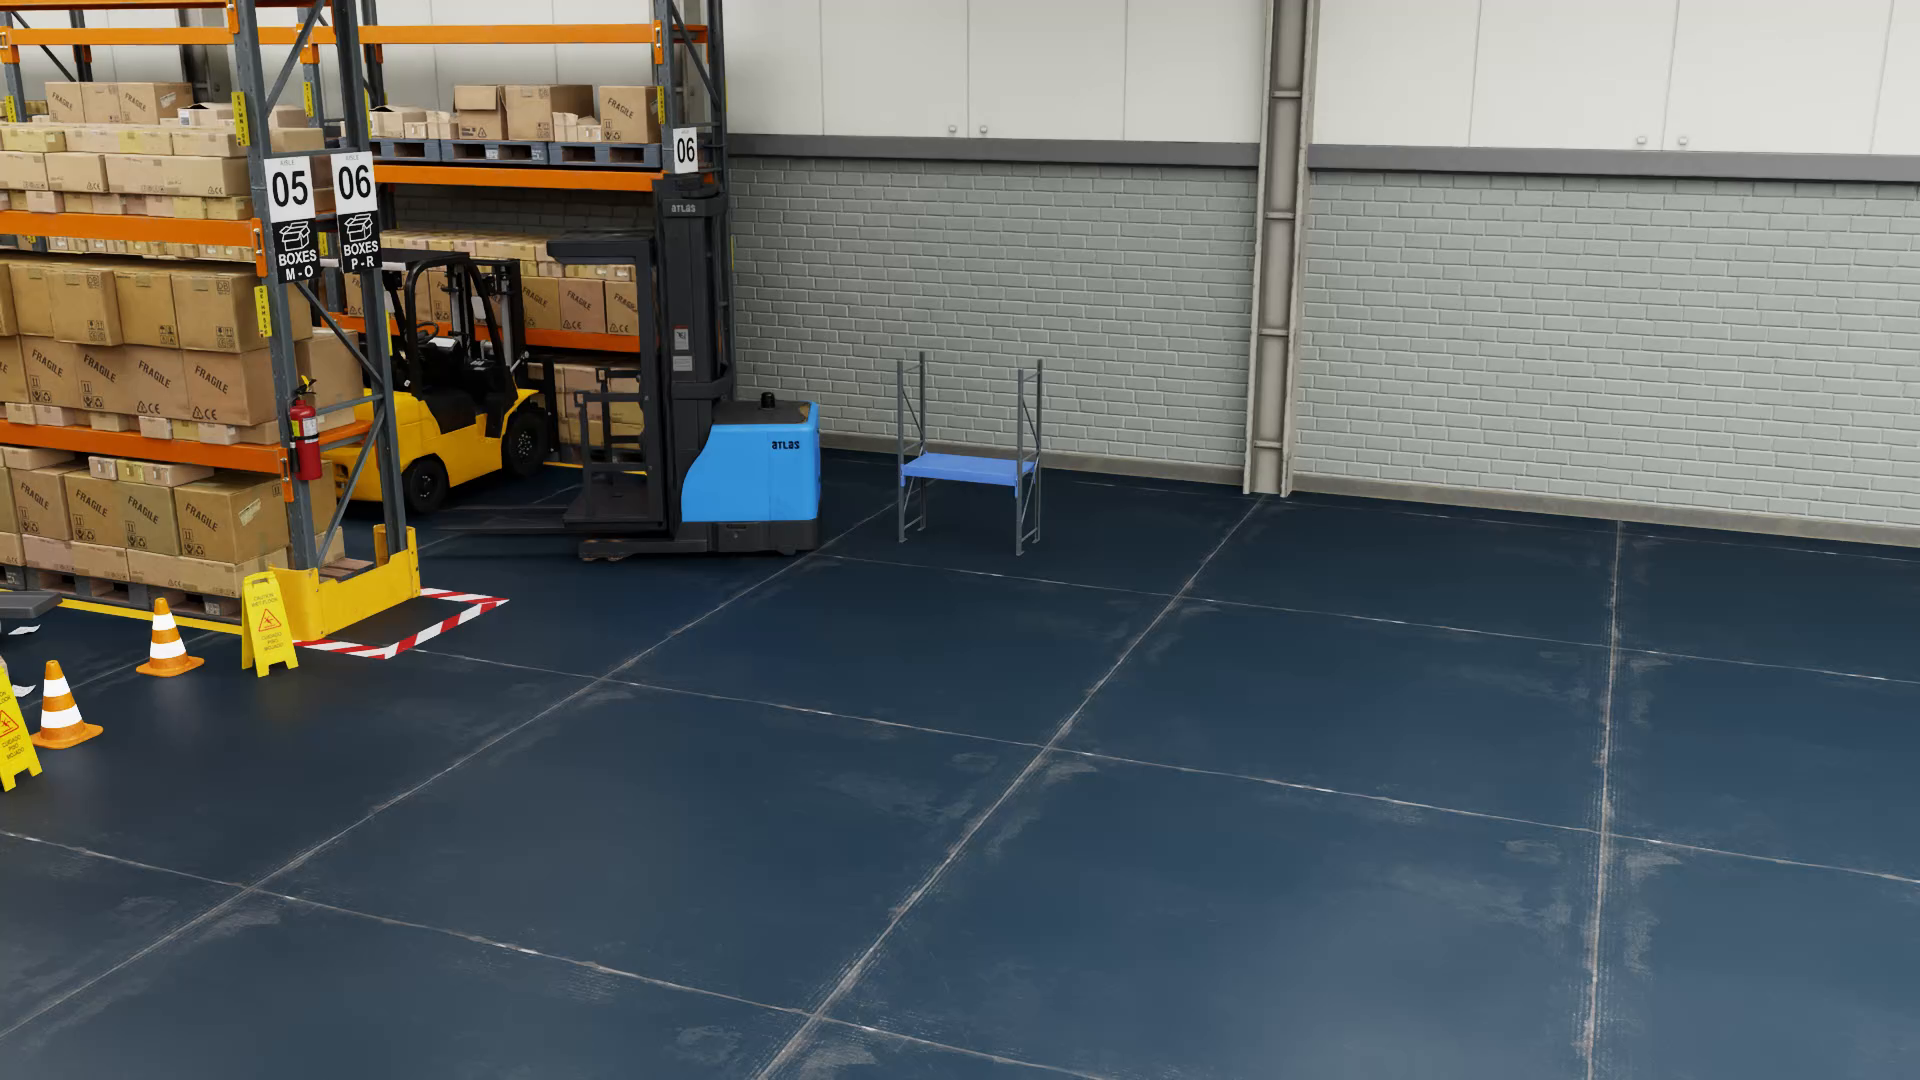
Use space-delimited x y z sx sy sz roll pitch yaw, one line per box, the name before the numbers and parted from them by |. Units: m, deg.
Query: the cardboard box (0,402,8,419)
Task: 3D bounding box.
cardboard box | -6.826 -0.994 12.169 0.250 0.149 0.380 6 17 20

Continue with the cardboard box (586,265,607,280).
cardboard box | -3.345 -2.577 15.828 0.250 0.149 0.380 7 17 22

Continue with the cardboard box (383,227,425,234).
cardboard box | -5.765 -3.151 17.272 0.250 0.149 0.380 6 17 21

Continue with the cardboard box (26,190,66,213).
cardboard box | -6.149 -2.336 11.409 0.250 0.149 0.380 6 17 20

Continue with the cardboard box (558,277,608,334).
cardboard box | -3.485 -2.280 15.967 0.500 0.500 0.500 7 18 22

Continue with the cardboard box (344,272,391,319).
cardboard box | -5.856 -2.538 16.857 0.500 0.500 0.500 6 17 19

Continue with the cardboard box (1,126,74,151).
cardboard box | -6.341 -2.764 11.454 0.250 0.149 0.380 7 17 22

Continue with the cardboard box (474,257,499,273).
cardboard box | -4.542 -2.699 16.246 0.250 0.149 0.380 6 17 19

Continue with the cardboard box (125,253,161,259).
cardboard box | -8.625 -2.962 17.869 0.500 0.250 0.500 6 17 19

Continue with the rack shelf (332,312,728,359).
rack shelf | -4.312 -2.053 16.656 4.000 0.370 1.077 6 17 21

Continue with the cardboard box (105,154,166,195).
cardboard box | -5.307 -2.455 11.107 0.500 0.250 0.500 6 17 20

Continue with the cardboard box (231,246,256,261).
cardboard box | -7.320 -2.993 17.260 0.250 0.149 0.380 6 17 19

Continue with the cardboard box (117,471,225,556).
cardboard box | -5.597 -0.214 11.866 0.500 0.500 0.500 7 18 23

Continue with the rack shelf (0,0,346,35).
rack shelf | -6.130 -3.645 11.384 4.000 0.370 1.077 6 17 21

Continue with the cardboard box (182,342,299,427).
cardboard box | -4.876 -1.081 11.305 0.500 0.500 0.500 6 17 20

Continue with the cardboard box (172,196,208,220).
cardboard box | -4.948 -2.207 10.966 0.250 0.149 0.380 6 17 21

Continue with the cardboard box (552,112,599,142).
cardboard box | -3.570 -3.852 15.489 0.258 0.266 0.396 6 17 21

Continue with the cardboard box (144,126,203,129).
cardboard box | -5.447 -2.807 11.603 0.250 0.149 0.380 6 17 20

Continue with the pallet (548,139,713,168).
pallet | -3.100 -3.671 15.717 1.213 0.211 1.003 6 17 21

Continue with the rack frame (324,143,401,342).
rack frame | -6.173 -2.603 17.261 0.127 3.000 1.000 6 17 21

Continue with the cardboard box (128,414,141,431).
cardboard box | -5.640 -0.879 11.770 0.250 0.149 0.380 7 17 21

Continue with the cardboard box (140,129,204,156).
cardboard box | -5.162 -2.625 10.975 0.250 0.149 0.380 6 17 20

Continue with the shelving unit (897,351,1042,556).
shelving unit | 0.079 -0.712 13.434 1.048 1.500 0.538 6 17 21

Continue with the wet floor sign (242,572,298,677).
wet floor sign | -4.485 0.521 10.721 0.232 0.644 0.267 14 21 40

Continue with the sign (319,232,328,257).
sign | -6.363 -2.980 16.622 0.005 0.325 0.100 6 17 21

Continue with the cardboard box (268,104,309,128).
cardboard box | -6.935 -4.261 16.820 0.500 0.311 0.500 6 17 19

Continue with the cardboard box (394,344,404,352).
cardboard box | -5.838 -1.834 16.995 0.500 0.250 0.500 6 17 20

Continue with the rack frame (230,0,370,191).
rack frame | -4.270 -3.787 10.579 0.127 3.000 1.000 6 17 21

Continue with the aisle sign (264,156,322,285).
aisle sign | -4.318 -2.073 10.772 0.004 0.787 0.394 6 17 21

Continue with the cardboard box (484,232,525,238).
cardboard box | -4.585 -3.012 16.792 0.250 0.149 0.380 6 17 20

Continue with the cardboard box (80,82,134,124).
cardboard box | -8.803 -4.588 17.604 0.500 0.500 0.700 6 17 20

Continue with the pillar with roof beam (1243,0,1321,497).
pillar with roof beam | 1.233 -3.650 10.105 0.400 9.000 9.100 6 17 21

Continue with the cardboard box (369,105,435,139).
cardboard box | -5.488 -4.102 16.271 0.500 0.311 0.500 7 17 22

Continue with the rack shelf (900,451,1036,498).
rack shelf | 0.079 -0.539 13.485 1.000 0.185 0.538 6 17 21

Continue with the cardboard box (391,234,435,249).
cardboard box | -5.468 -2.969 16.644 0.250 0.149 0.380 6 17 20

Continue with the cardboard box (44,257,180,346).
cardboard box | -5.805 -1.652 11.478 0.500 0.500 0.700 6 17 20

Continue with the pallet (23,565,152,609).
pallet | -6.214 0.208 12.580 1.213 0.211 1.003 6 17 21

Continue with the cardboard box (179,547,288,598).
cardboard box | -5.143 0.197 11.793 0.500 0.250 0.500 6 17 20

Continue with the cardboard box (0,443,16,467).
cardboard box | -6.968 -0.658 12.228 0.250 0.149 0.380 7 18 23

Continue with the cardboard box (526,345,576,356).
cardboard box | -4.231 -1.812 16.920 0.500 0.250 0.500 6 17 20

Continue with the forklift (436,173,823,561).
forklift | -2.655 -1.390 13.205 3.031 2.935 1.130 -1 16 -2

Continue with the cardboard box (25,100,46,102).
cardboard box | -10.360 -4.858 18.668 0.250 0.149 0.380 6 17 21

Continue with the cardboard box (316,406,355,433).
cardboard box | -4.510 -0.874 11.755 0.250 0.149 0.380 6 17 21

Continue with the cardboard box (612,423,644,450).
cardboard box | -3.005 -1.041 16.059 0.500 0.250 0.500 6 17 21

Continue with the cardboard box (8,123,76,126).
cardboard box | -6.641 -2.940 12.061 0.250 0.149 0.380 6 17 20

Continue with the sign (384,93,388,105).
sign | -5.971 -4.474 17.256 0.005 0.325 0.100 6 17 21

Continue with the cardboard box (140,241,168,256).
cardboard box | -8.501 -3.134 17.745 0.250 0.149 0.380 7 17 22

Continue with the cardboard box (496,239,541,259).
cardboard box | -4.291 -2.834 16.178 0.250 0.149 0.380 7 17 21

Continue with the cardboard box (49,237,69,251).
cardboard box | -9.705 -3.263 18.190 0.250 0.149 0.380 7 18 22

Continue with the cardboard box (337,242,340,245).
cardboard box | -6.421 -3.054 17.472 0.250 0.149 0.380 6 17 19

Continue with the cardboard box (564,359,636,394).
cardboard box | -3.472 -1.572 16.095 0.500 0.250 0.500 7 17 22
